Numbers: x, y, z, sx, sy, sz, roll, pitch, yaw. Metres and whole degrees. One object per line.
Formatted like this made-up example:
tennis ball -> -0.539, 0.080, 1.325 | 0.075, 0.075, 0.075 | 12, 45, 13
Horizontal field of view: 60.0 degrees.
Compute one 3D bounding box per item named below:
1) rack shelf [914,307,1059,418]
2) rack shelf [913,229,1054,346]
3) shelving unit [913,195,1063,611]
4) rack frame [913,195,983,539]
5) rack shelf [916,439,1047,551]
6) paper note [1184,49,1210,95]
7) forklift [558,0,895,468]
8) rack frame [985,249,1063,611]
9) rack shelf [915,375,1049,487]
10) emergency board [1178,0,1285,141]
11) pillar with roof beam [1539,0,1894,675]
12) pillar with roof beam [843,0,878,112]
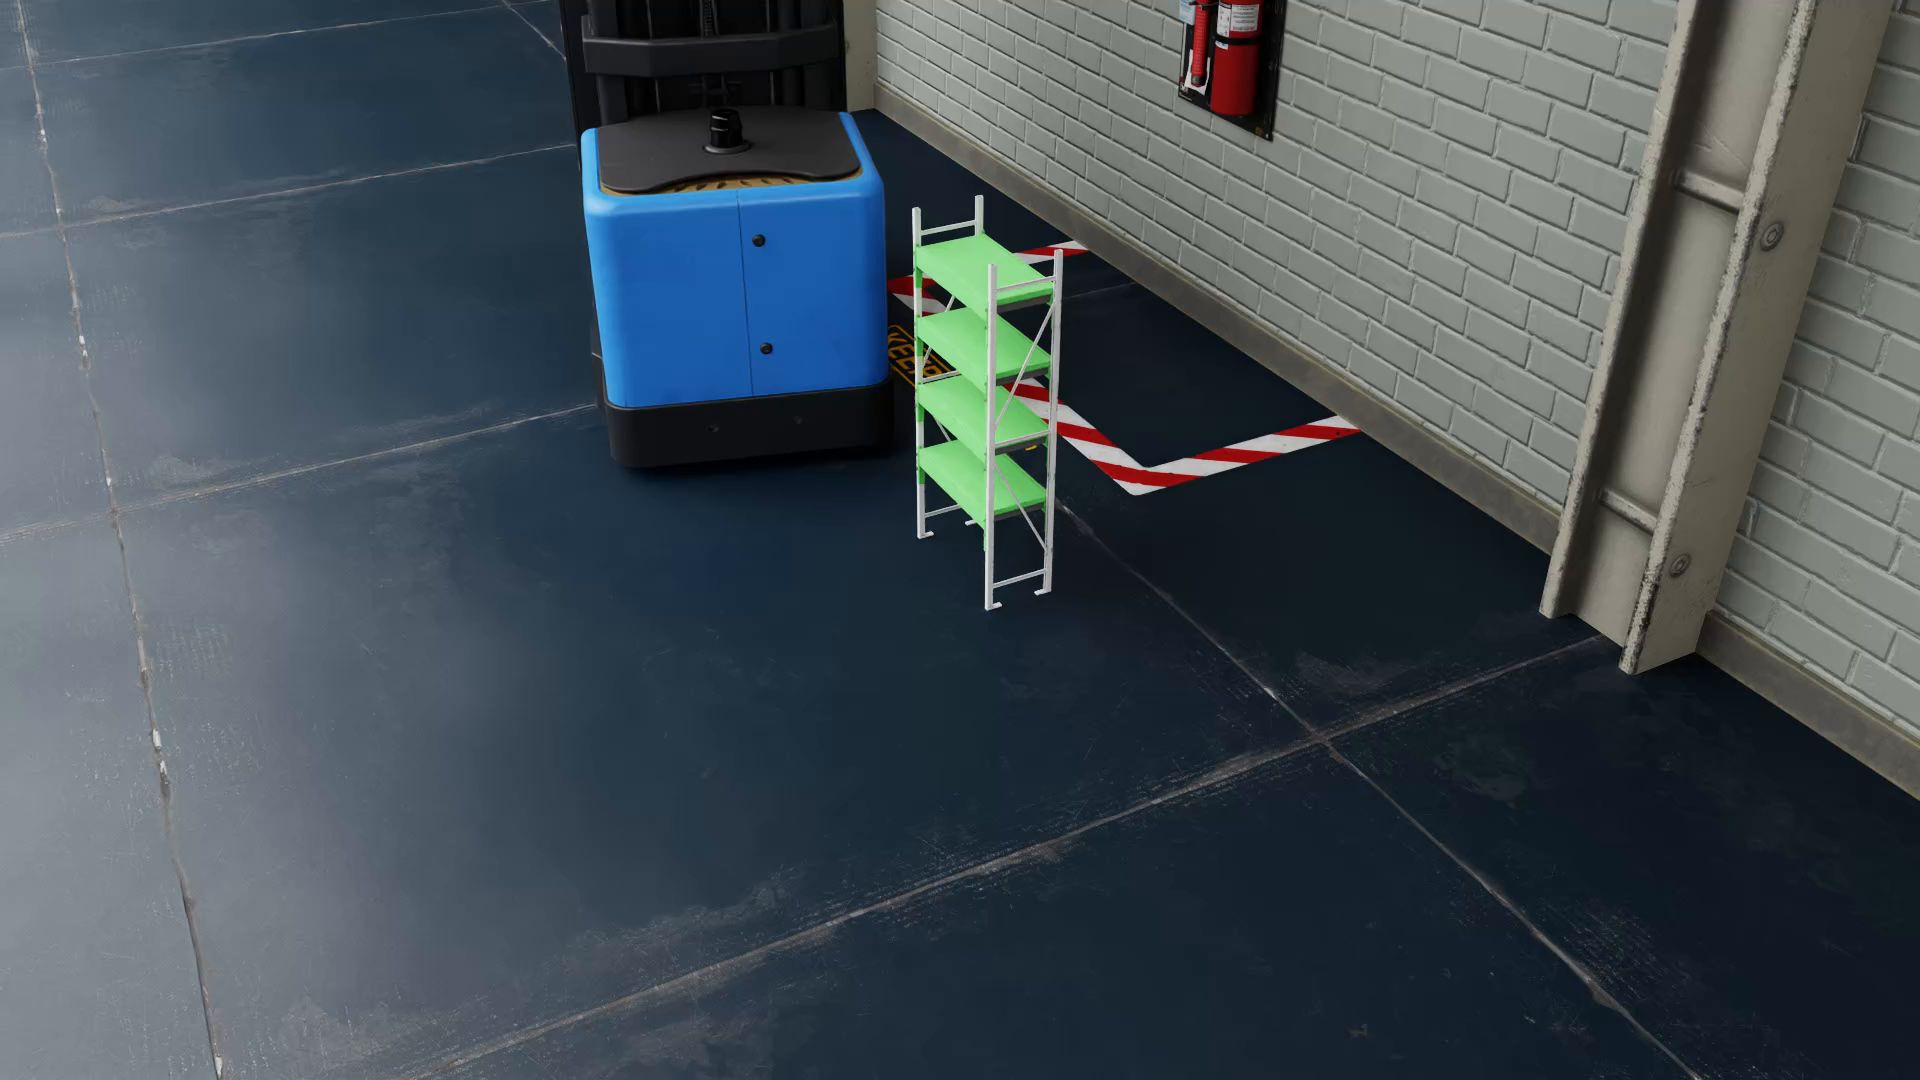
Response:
rack shelf -> 0.077, -0.574, 5.208 | 0.258, 0.148, 0.480 | -16, 36, -23
rack shelf -> 0.077, -0.777, 5.079 | 0.258, 0.148, 0.480 | -16, 36, -23
shelving unit -> 0.077, -0.426, 5.303 | 0.258, 1.200, 0.503 | -16, 36, -23
rack frame -> -0.037, -0.543, 5.485 | 0.240, 1.200, 0.015 | -16, 36, -23
rack shelf -> 0.077, -0.170, 5.467 | 0.258, 0.148, 0.480 | -16, 36, -23
paper note -> 0.963, -1.899, 6.751 | 0.016, 0.148, 0.142 | -16, 36, -23
forklift -> -1.047, -2.280, 6.591 | 1.130, 2.935, 3.031 | -6, 33, -10
rack frame -> 0.191, -0.310, 5.121 | 0.240, 1.200, 0.015 | -16, 36, -23
rack shelf -> 0.077, -0.372, 5.337 | 0.258, 0.148, 0.480 | -16, 36, -23
emergency board -> 0.984, -2.169, 6.354 | 0.194, 1.169, 0.643 | -16, 36, -23
pillar with roof beam -> -1.706, -2.423, 1.190 | 9.100, 9.000, 0.400 | -16, 36, -23
pillar with roof beam -> -4.503, -5.286, 5.659 | 9.100, 9.000, 0.400 | -16, 36, -23
